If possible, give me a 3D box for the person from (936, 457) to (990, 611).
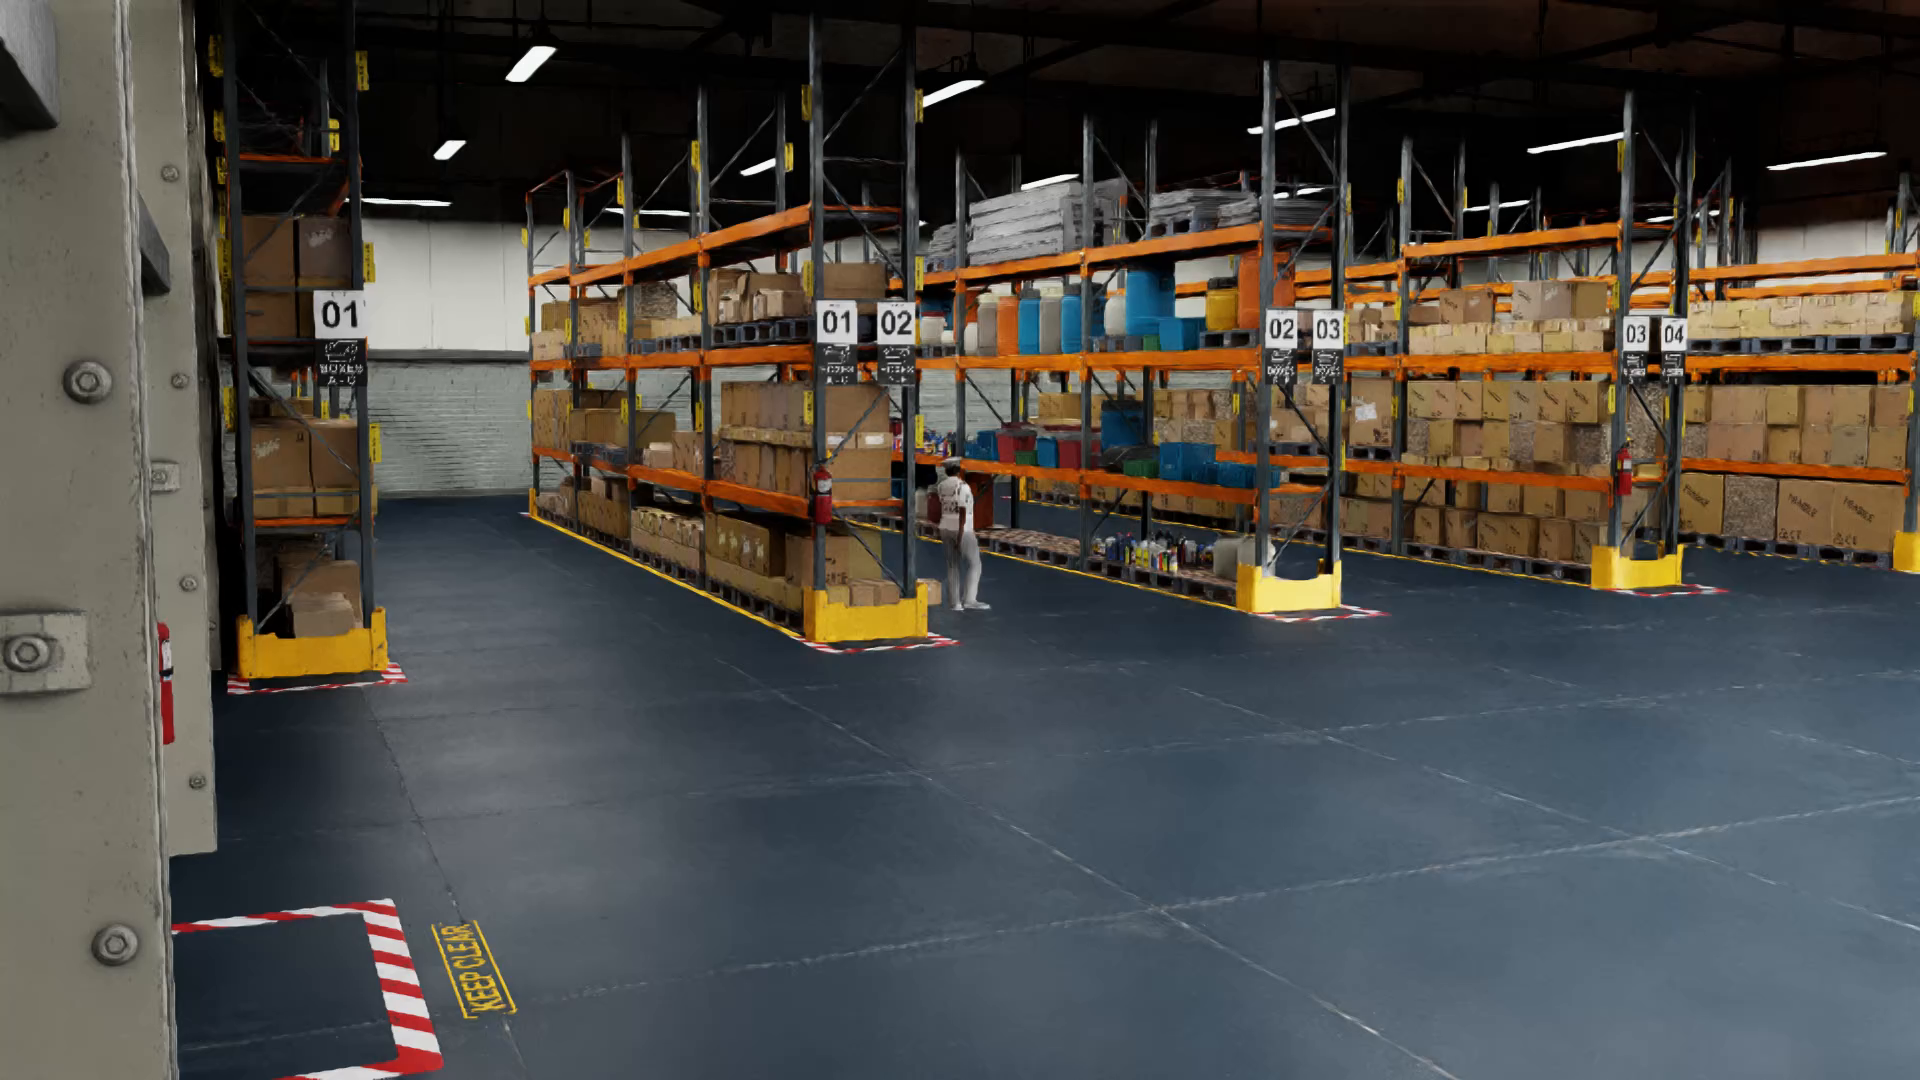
[{"bbox_3d":[0.064,-0.054,17.635,0.693,1.645,0.452,4,7,38],"label":"person"}]
